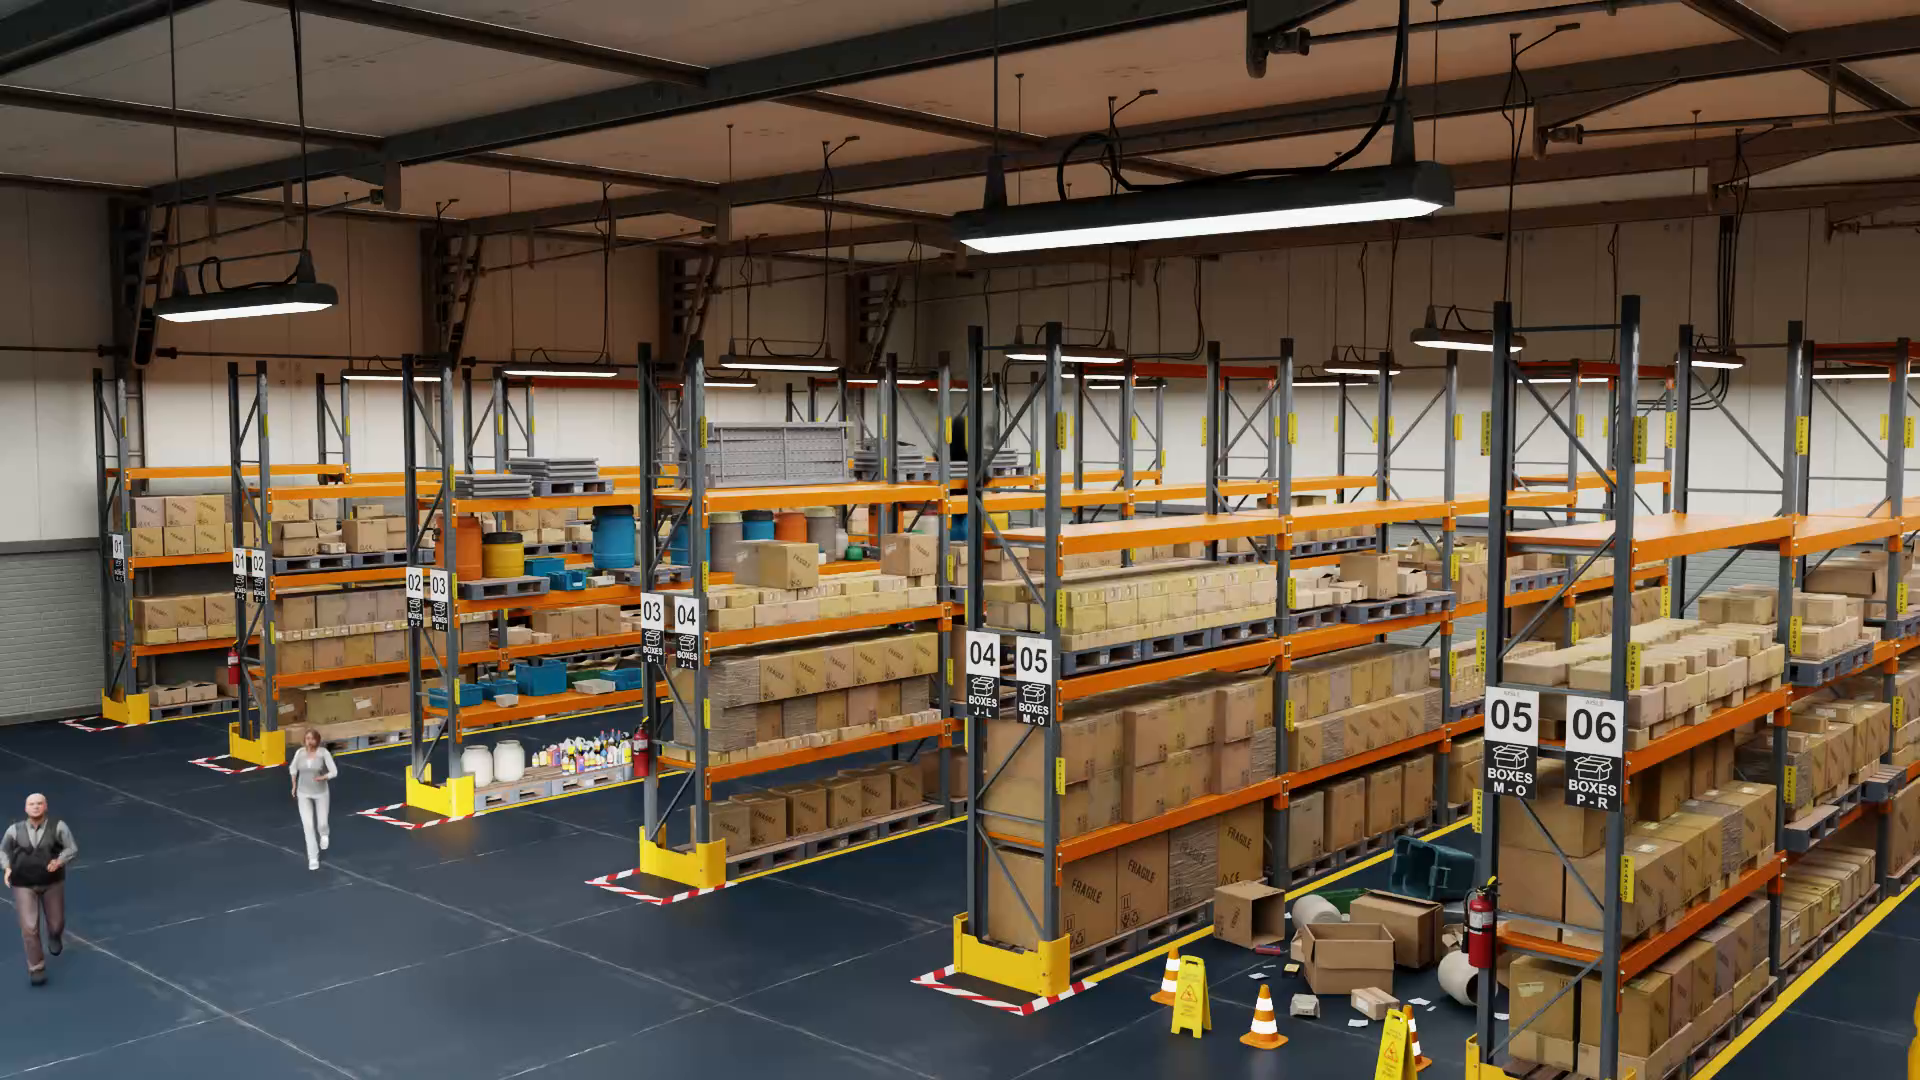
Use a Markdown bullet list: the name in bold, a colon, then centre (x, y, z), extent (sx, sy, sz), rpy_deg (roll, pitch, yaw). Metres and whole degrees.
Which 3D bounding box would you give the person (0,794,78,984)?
- **person**: centre (-8.539, 3.190, 15.404), extent (0.668, 1.687, 0.803), rpy_deg (-2, 5, -27)

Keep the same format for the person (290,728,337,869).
- **person**: centre (-7.471, 2.950, 19.227), extent (0.538, 1.576, 0.804), rpy_deg (-1, 4, -14)
